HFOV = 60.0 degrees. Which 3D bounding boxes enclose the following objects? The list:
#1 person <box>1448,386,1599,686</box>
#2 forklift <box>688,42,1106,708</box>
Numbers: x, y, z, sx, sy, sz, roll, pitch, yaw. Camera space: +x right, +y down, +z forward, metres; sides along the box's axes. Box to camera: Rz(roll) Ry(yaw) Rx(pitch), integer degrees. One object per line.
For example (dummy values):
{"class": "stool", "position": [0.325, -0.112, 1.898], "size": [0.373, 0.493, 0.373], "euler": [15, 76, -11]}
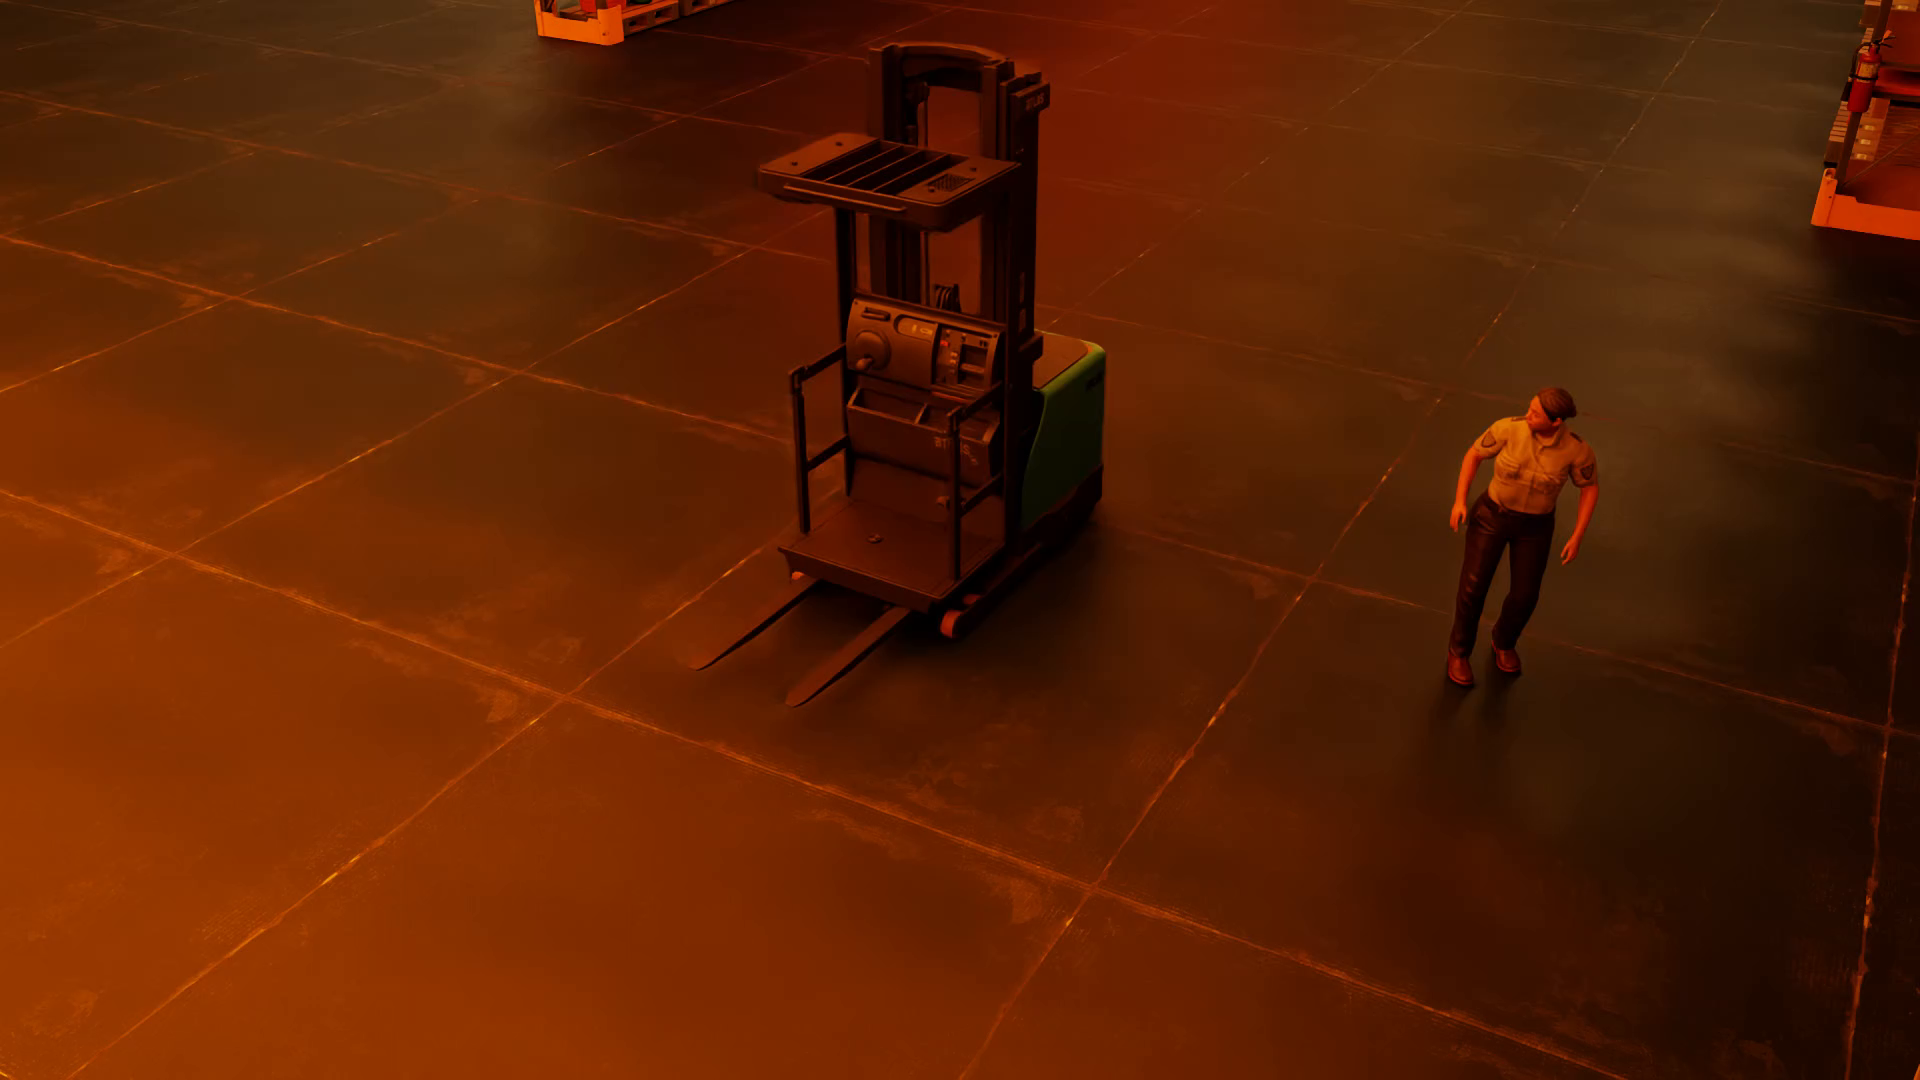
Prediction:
{"class": "person", "position": [2.836, -0.029, 8.427], "size": [0.687, 1.631, 0.487], "euler": [8, 31, 13]}
{"class": "forklift", "position": [-0.314, -0.992, 8.789], "size": [1.130, 2.935, 3.031], "euler": [17, 34, 27]}
